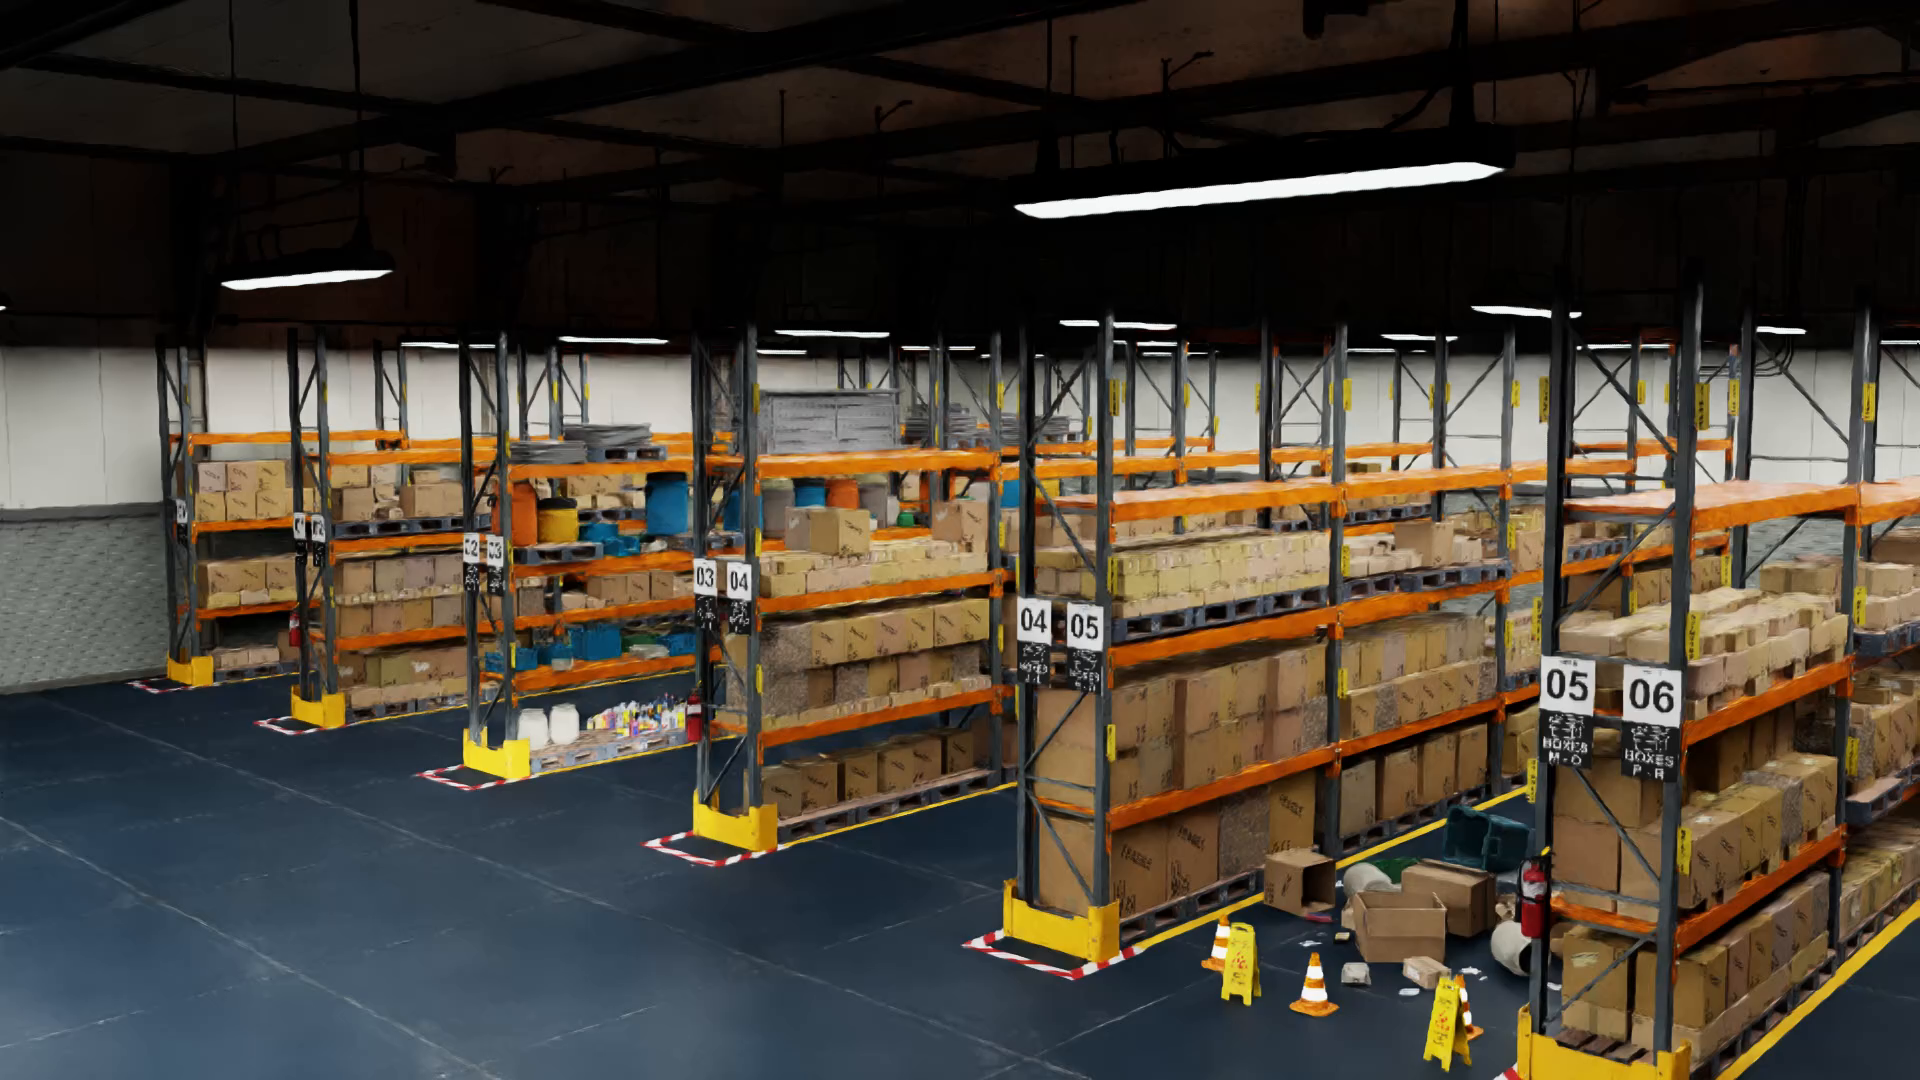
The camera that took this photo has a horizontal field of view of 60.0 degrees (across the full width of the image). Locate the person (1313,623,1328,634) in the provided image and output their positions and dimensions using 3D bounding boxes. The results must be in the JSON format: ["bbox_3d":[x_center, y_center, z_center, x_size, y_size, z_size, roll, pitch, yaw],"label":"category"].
[{"bbox_3d":[5.380,2.006,24.534,0.702,1.735,0.549,5,7,42],"label":"person"}]
